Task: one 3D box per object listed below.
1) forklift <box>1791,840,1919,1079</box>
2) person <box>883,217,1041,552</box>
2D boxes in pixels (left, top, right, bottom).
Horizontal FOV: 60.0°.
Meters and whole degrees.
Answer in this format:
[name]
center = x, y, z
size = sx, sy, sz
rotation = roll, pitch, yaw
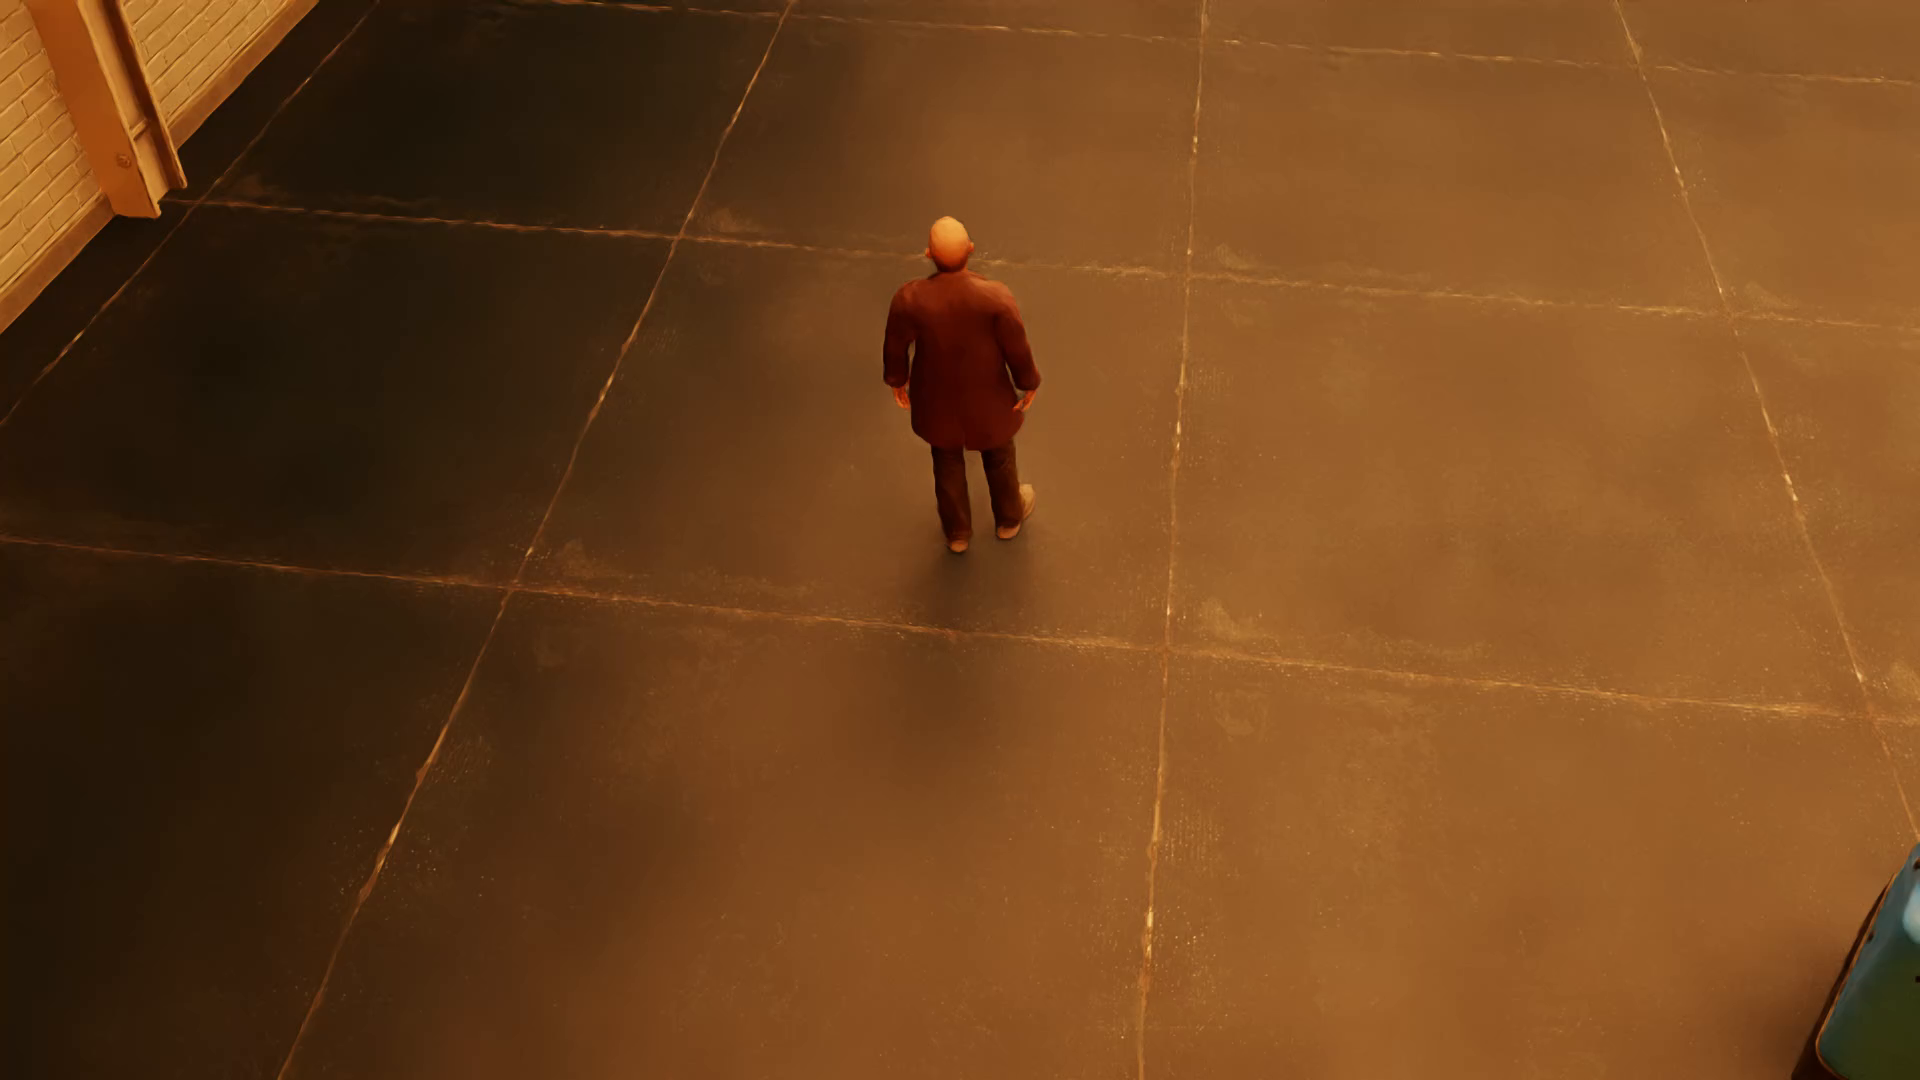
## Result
[forklift]
center = 4.332, 1.245, 4.369
size = 3.031, 2.935, 1.130
rotation = 28, 50, 27
[person]
center = 0.017, -0.720, 7.351
size = 0.694, 1.776, 0.580
rotation = 5, 43, 6
